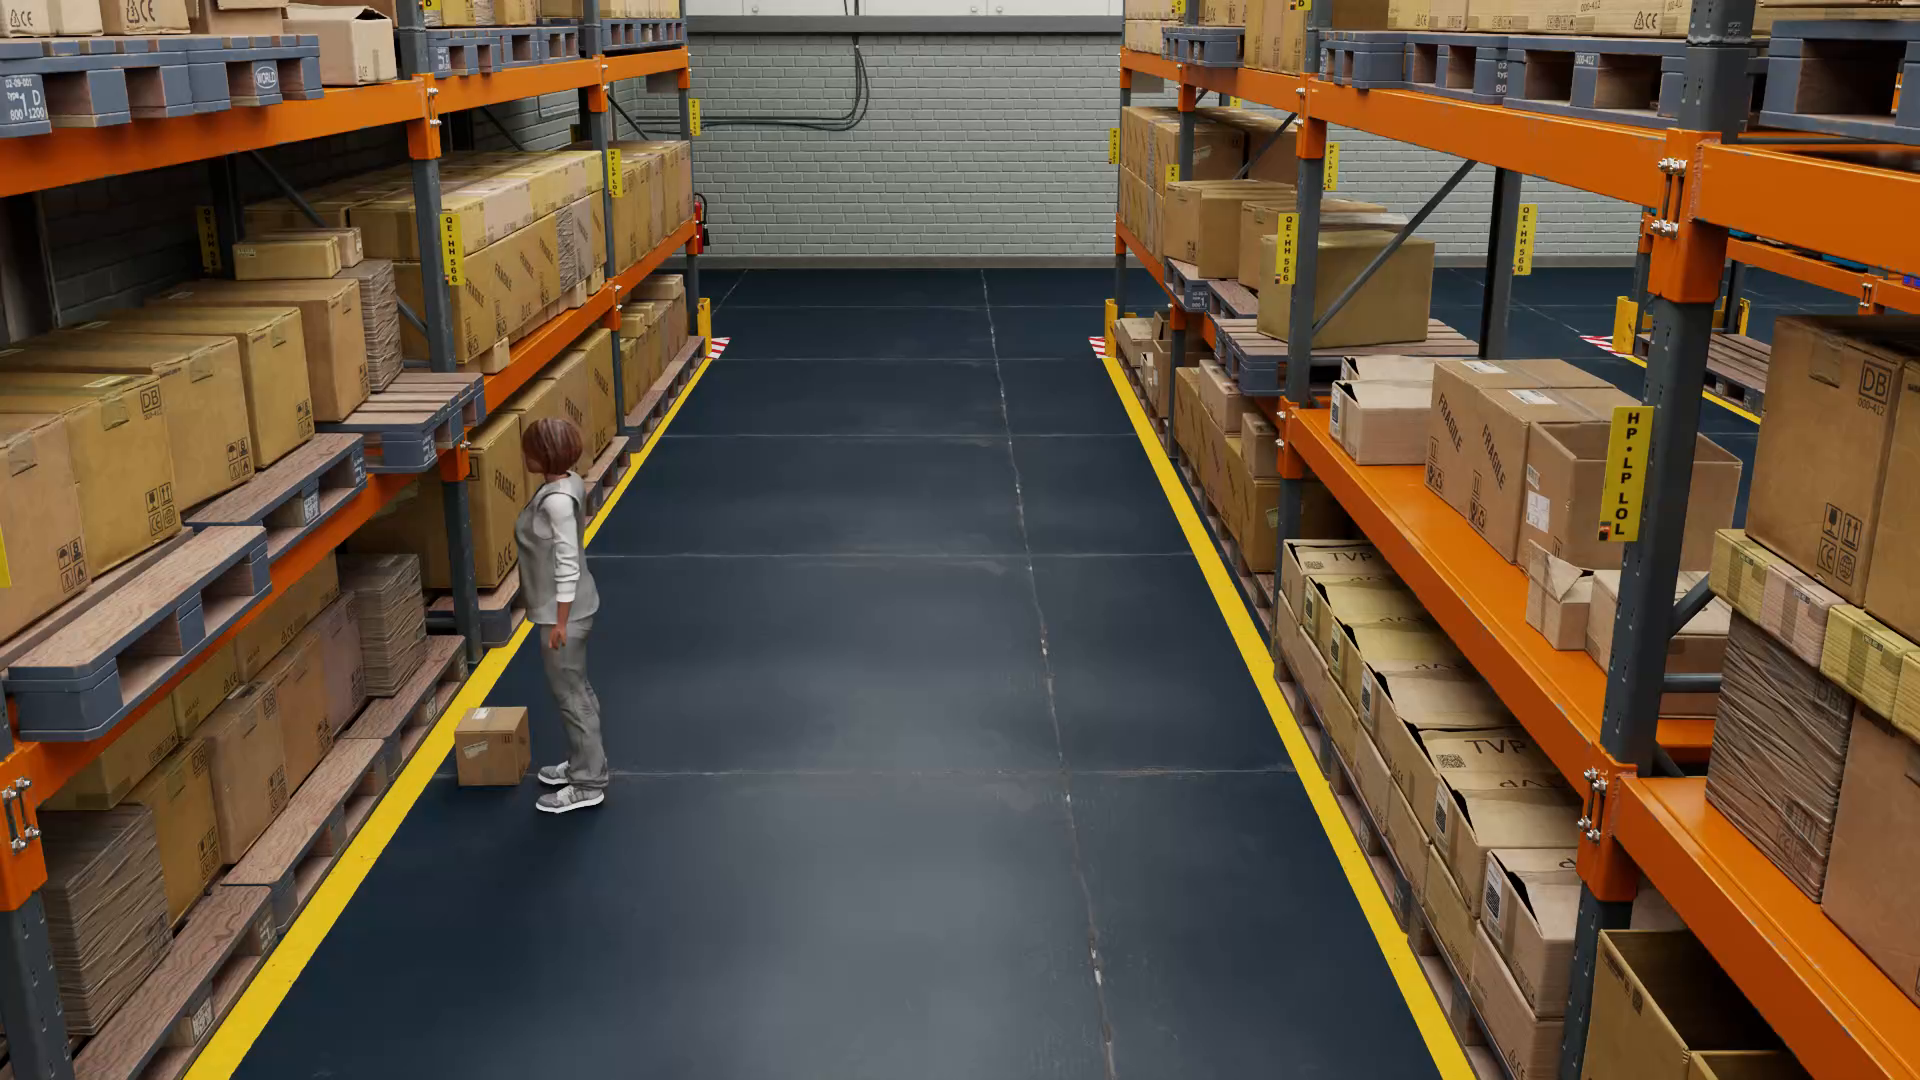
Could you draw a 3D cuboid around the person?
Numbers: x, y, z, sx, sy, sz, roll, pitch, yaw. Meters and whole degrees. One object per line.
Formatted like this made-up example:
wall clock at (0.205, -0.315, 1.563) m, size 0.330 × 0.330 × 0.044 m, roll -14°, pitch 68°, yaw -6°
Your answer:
person at (-1.591, 0.293, 6.619) m, size 0.313 × 1.604 × 0.408 m, roll -3°, pitch 18°, yaw -8°
